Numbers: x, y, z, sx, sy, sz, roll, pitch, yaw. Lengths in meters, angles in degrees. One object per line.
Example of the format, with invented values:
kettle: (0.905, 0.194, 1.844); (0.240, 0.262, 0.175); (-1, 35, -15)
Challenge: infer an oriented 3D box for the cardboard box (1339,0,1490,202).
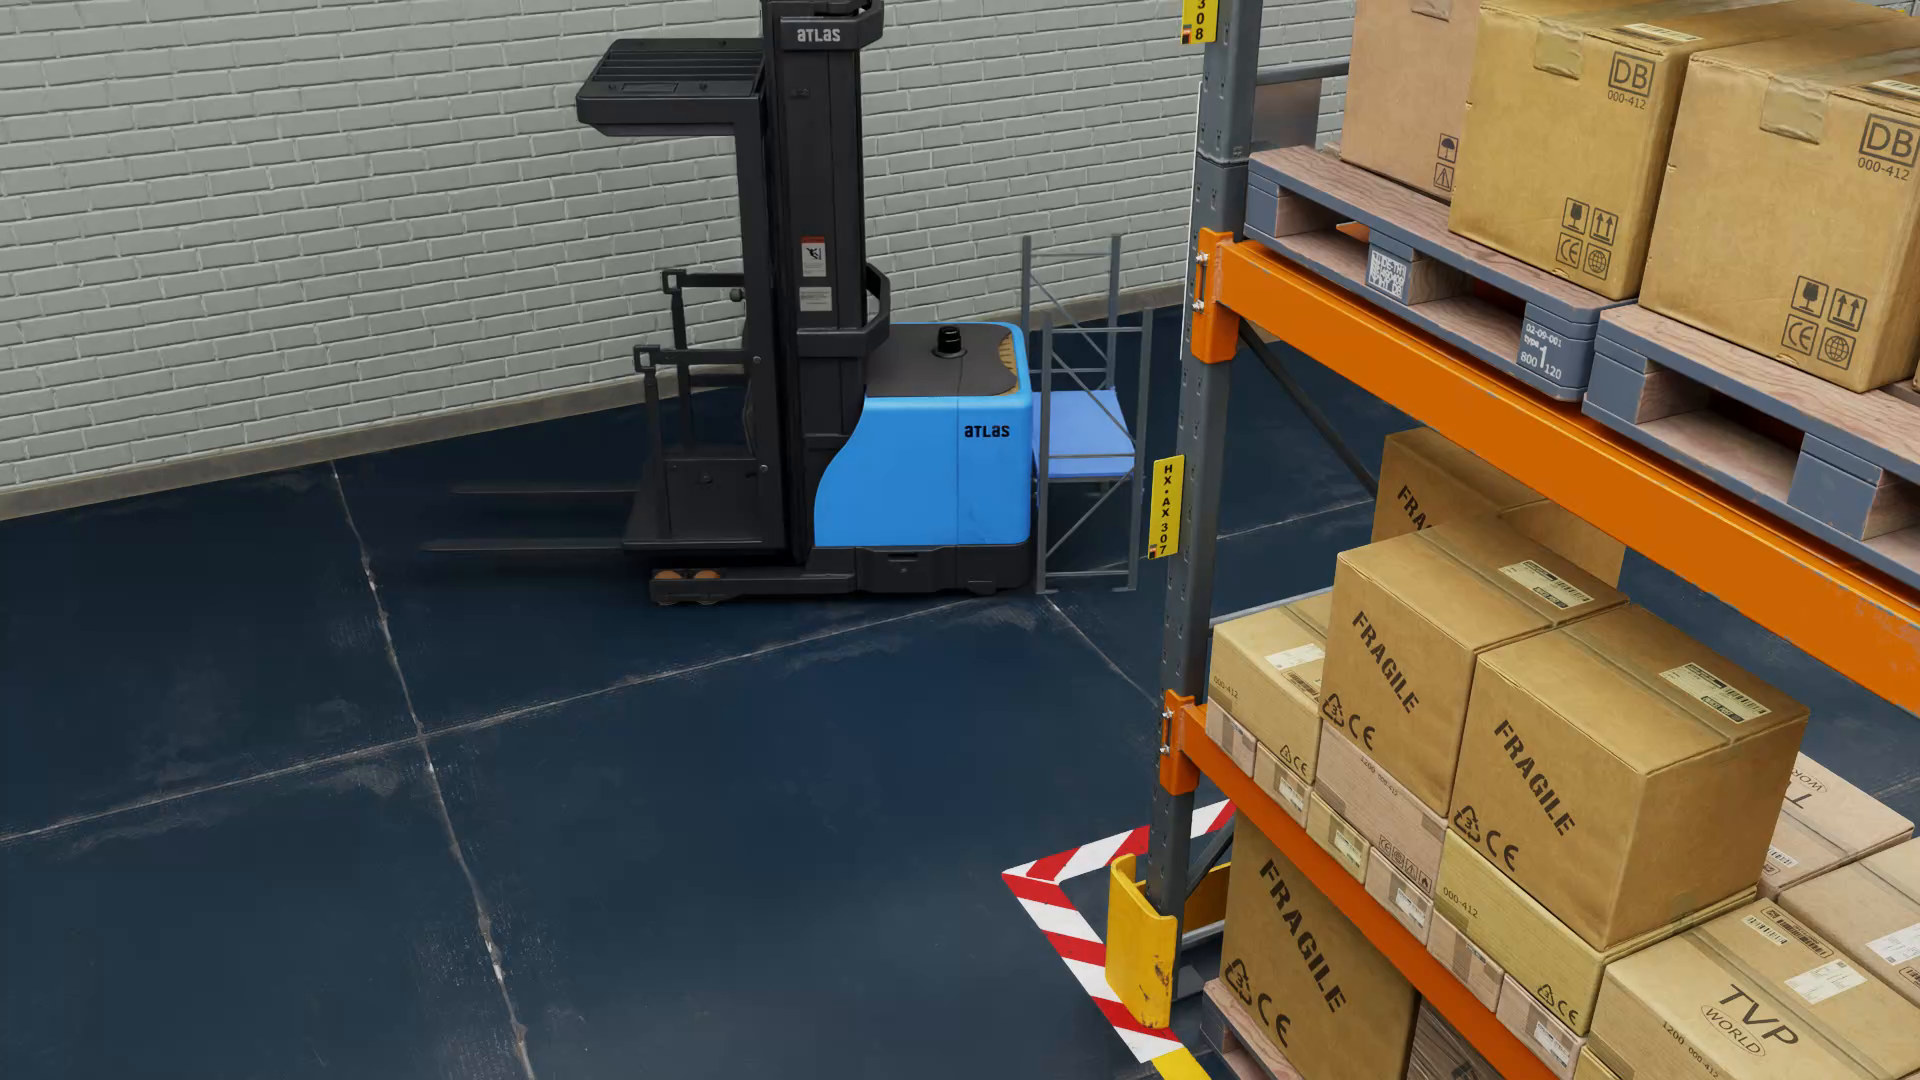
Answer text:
cardboard box: (1.381, -1.157, 4.045); (0.700, 0.500, 0.500); (-15, 33, -25)

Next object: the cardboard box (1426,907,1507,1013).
cardboard box: (1.406, 0.993, 4.169); (0.380, 0.149, 0.250); (-14, 32, -23)

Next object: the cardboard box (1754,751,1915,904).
cardboard box: (1.993, 0.747, 4.201); (0.500, 0.250, 0.500); (-14, 32, -24)

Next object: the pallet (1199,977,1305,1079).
pallet: (1.523, 1.757, 5.401); (1.003, 0.211, 1.213); (-13, 32, -22)

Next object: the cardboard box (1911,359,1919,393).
cardboard box: (2.113, -0.440, 2.768); (0.700, 0.500, 0.500); (-12, 31, -20)

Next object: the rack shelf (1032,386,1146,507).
rack shelf: (0.598, -0.489, 8.456); (0.538, 0.185, 1.000); (-2, 29, -3)

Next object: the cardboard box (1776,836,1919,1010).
cardboard box: (2.220, 0.976, 3.792); (0.500, 0.250, 0.500); (-13, 32, -22)

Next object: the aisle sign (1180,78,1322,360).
aisle sign: (0.807, -0.899, 4.628); (0.394, 0.787, 0.004); (-13, 32, -22)

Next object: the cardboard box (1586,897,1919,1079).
cardboard box: (1.742, 1.088, 3.591); (0.500, 0.250, 0.500); (-14, 32, -23)

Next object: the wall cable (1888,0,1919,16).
wall cable: (7.618, -4.820, 13.208); (0.585, 1.953, 0.123); (-13, 32, -22)

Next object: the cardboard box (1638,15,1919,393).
cardboard box: (1.779, -0.664, 3.167); (0.700, 0.500, 0.500); (-15, 33, -25)

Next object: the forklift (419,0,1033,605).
forklift: (-1.168, -1.220, 7.929); (3.031, 2.935, 1.130); (-1, 29, -1)

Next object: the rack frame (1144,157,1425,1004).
rack frame: (1.109, 0.204, 5.320); (1.000, 3.000, 0.127); (-13, 32, -22)

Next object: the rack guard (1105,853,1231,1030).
rack guard: (1.099, 1.283, 5.950); (1.175, 0.500, 0.348); (-13, 32, -22)

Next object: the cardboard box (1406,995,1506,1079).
cardboard box: (1.847, 1.615, 4.546); (0.875, 0.875, 0.875); (-13, 32, -22)

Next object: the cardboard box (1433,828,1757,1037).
cardboard box: (1.513, 0.859, 4.000); (0.500, 0.250, 0.500); (-14, 32, -24)

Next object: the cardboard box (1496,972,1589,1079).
cardboard box: (1.518, 1.107, 3.966); (0.380, 0.149, 0.250); (-13, 32, -23)

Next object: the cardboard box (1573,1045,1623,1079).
cardboard box: (1.625, 1.219, 3.767); (0.380, 0.149, 0.250); (-14, 32, -23)

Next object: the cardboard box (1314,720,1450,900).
cardboard box: (1.300, 0.636, 4.398); (0.500, 0.250, 0.500); (-13, 32, -23)

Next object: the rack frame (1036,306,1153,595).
rack frame: (0.628, -0.397, 7.925); (0.500, 1.500, 0.032); (-2, 29, -3)

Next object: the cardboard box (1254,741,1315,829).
cardboard box: (1.075, 0.652, 4.777); (0.380, 0.149, 0.250); (-14, 32, -23)

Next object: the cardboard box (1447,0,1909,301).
cardboard box: (1.513, -0.883, 3.557); (0.700, 0.500, 0.500); (-14, 32, -24)

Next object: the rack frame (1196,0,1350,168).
rack frame: (1.109, -2.413, 3.853); (1.000, 3.000, 0.127); (-13, 32, -22)

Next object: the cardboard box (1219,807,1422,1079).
cardboard box: (1.456, 1.213, 5.263); (0.875, 0.875, 0.875); (-13, 32, -22)

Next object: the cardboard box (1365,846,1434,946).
cardboard box: (1.298, 0.880, 4.370); (0.380, 0.149, 0.250); (-14, 32, -23)

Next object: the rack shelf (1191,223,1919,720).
rack shelf: (1.968, 0.093, 3.187); (1.077, 0.370, 4.000); (-13, 32, -22)

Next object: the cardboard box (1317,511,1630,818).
cardboard box: (1.286, 0.302, 4.227); (0.500, 0.500, 0.500); (-14, 32, -23)

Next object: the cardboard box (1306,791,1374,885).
cardboard box: (1.185, 0.765, 4.575); (0.380, 0.149, 0.250); (-14, 32, -23)

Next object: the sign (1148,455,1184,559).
sign: (0.605, -0.095, 4.886); (0.100, 0.325, 0.005); (-13, 32, -22)

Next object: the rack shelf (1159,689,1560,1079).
rack shelf: (1.968, 1.401, 3.920); (1.077, 0.370, 4.000); (-13, 32, -22)

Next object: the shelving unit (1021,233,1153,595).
shelving unit: (0.598, -0.646, 8.368); (0.538, 1.500, 1.048); (-2, 29, -3)

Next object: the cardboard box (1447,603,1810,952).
cardboard box: (1.514, 0.529, 3.821); (0.500, 0.500, 0.500); (-14, 32, -23)

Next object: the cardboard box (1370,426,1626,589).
cardboard box: (1.556, -0.028, 4.815); (0.500, 0.500, 0.500); (-13, 32, -21)

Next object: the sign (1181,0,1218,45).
sign: (0.605, -1.407, 4.150); (0.100, 0.325, 0.005); (-13, 32, -22)

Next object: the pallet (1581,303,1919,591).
pallet: (1.965, -0.201, 3.065); (1.003, 0.211, 1.213); (-13, 32, -22)

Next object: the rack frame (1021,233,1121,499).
rack frame: (0.567, -0.894, 8.811); (0.500, 1.500, 0.032); (-2, 29, -3)

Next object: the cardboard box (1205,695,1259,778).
cardboard box: (0.963, 0.539, 4.978); (0.380, 0.149, 0.250); (-13, 32, -21)

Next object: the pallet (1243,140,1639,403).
pallet: (1.437, -0.740, 4.027); (1.003, 0.211, 1.213); (-13, 32, -22)

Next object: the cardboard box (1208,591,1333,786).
cardboard box: (1.071, 0.408, 4.805); (0.500, 0.250, 0.500); (-14, 32, -23)
